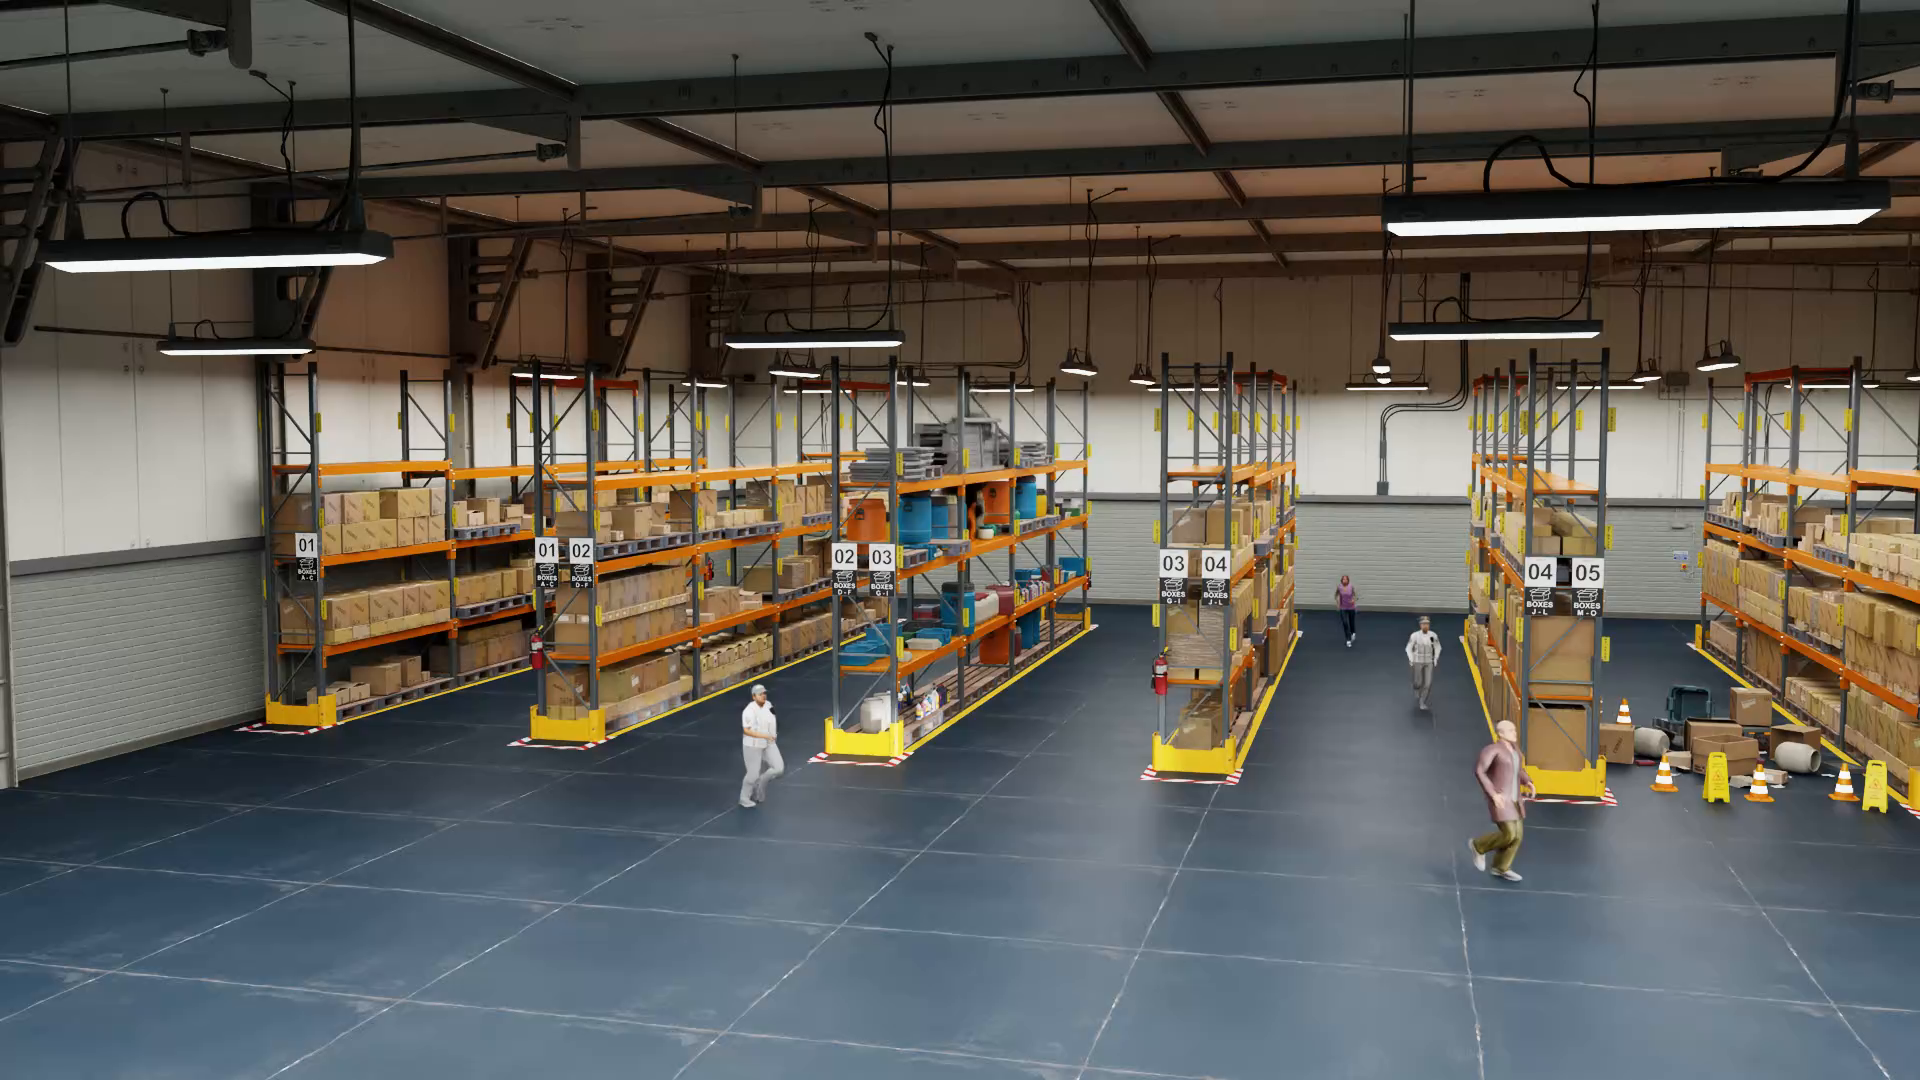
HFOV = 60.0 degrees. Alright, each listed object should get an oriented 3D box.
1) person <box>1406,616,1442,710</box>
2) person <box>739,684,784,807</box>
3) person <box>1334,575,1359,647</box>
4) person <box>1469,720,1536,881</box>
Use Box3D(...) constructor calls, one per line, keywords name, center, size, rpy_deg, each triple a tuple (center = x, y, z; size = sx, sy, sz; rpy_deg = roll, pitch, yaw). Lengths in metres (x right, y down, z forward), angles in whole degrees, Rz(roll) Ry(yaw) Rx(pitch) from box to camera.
Box3D(name="person", center=(8.135, 2.139, 29.190), size=(0.603, 1.643, 0.593), rpy_deg=(1, 4, 7))
Box3D(name="person", center=(-2.559, 2.666, 21.543), size=(0.625, 1.617, 0.719), rpy_deg=(-4, 6, -44))
Box3D(name="person", center=(8.726, 1.577, 37.580), size=(0.548, 1.593, 0.771), rpy_deg=(1, 4, 15))
Box3D(name="person", center=(5.971, 2.847, 18.333), size=(0.730, 1.749, 0.633), rpy_deg=(-3, 5, -38))
